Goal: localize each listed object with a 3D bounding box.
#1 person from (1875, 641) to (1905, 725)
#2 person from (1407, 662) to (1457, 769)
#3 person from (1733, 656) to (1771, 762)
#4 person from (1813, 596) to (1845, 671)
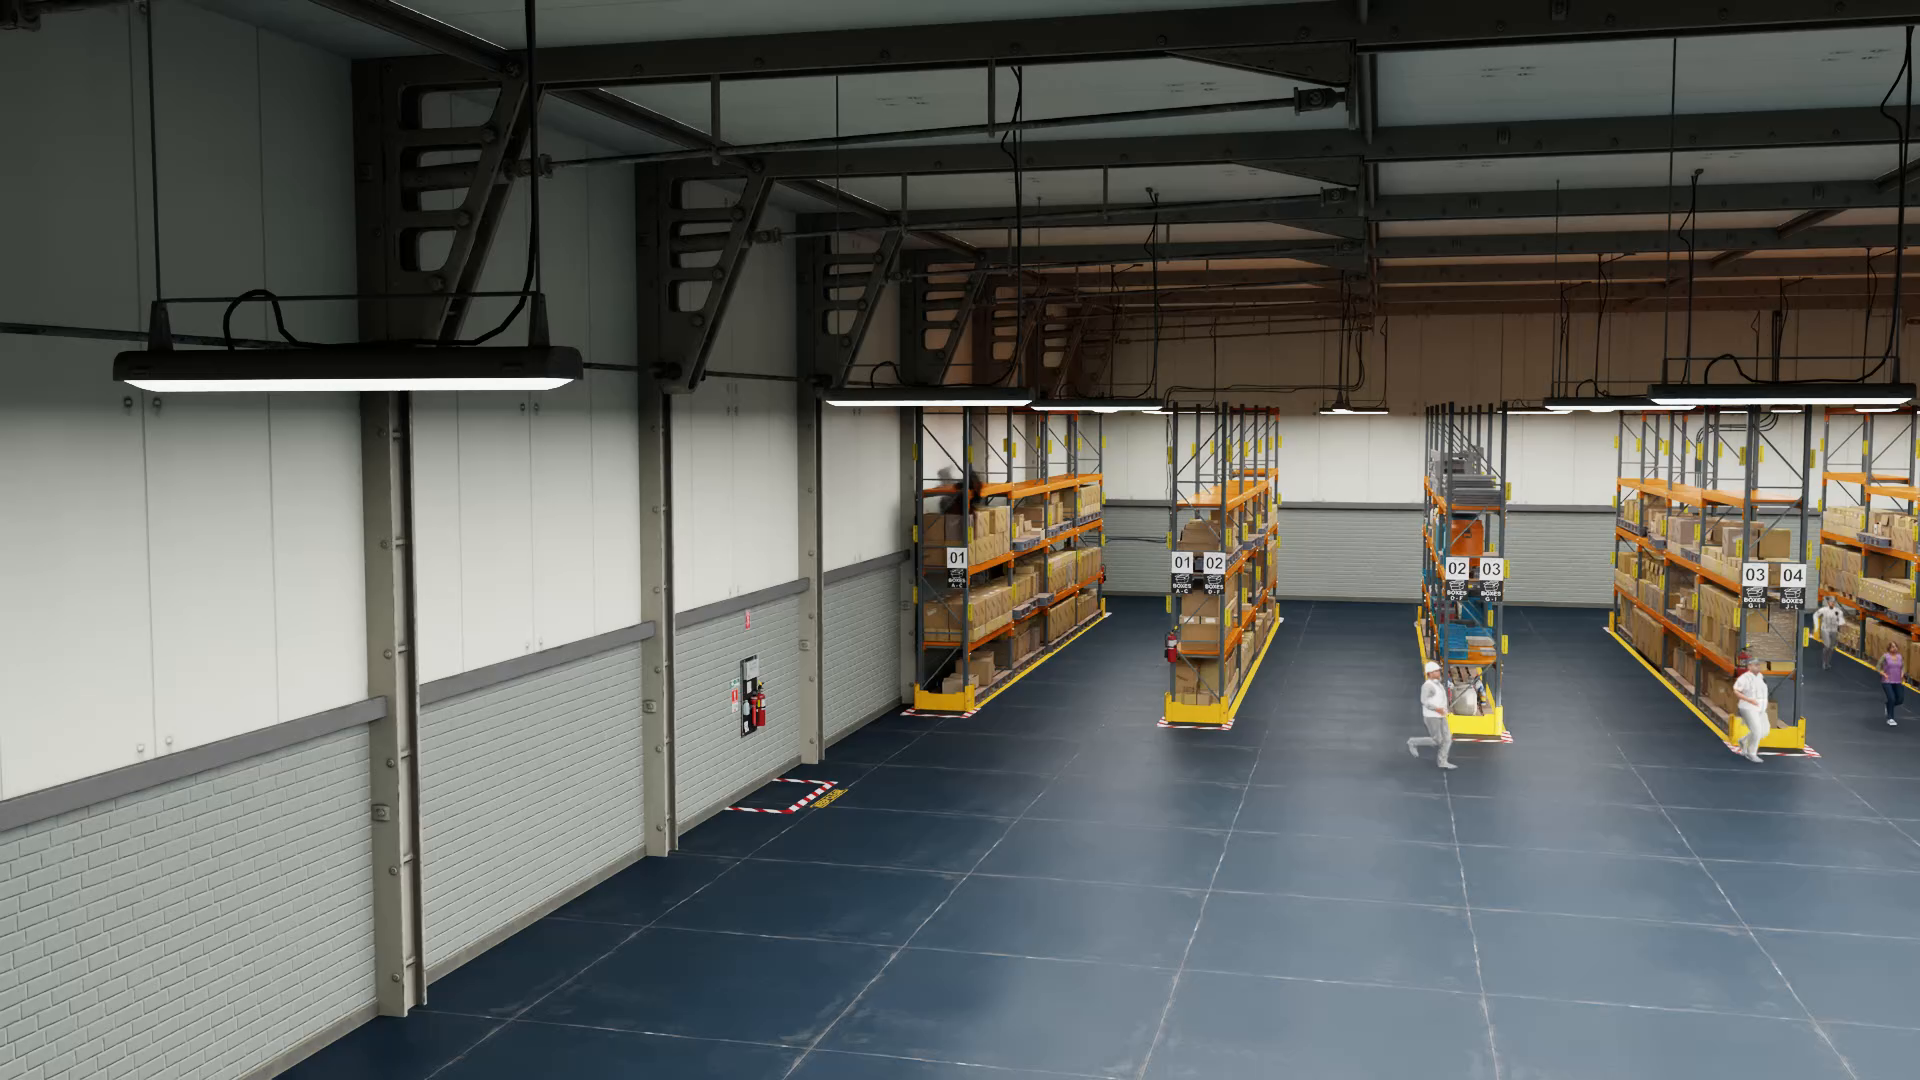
[{"bbox_3d":[17.356,2.656,31.020,0.534,1.546,0.565,0,4,5],"label":"person"},{"bbox_3d":[7.748,2.859,27.184,0.808,1.737,0.677,3,5,37],"label":"person"},{"bbox_3d":[13.247,2.819,27.807,0.687,1.786,0.595,-2,5,-29],"label":"person"},{"bbox_3d":[19.679,2.106,37.625,0.574,1.714,0.772,1,4,12],"label":"person"}]
